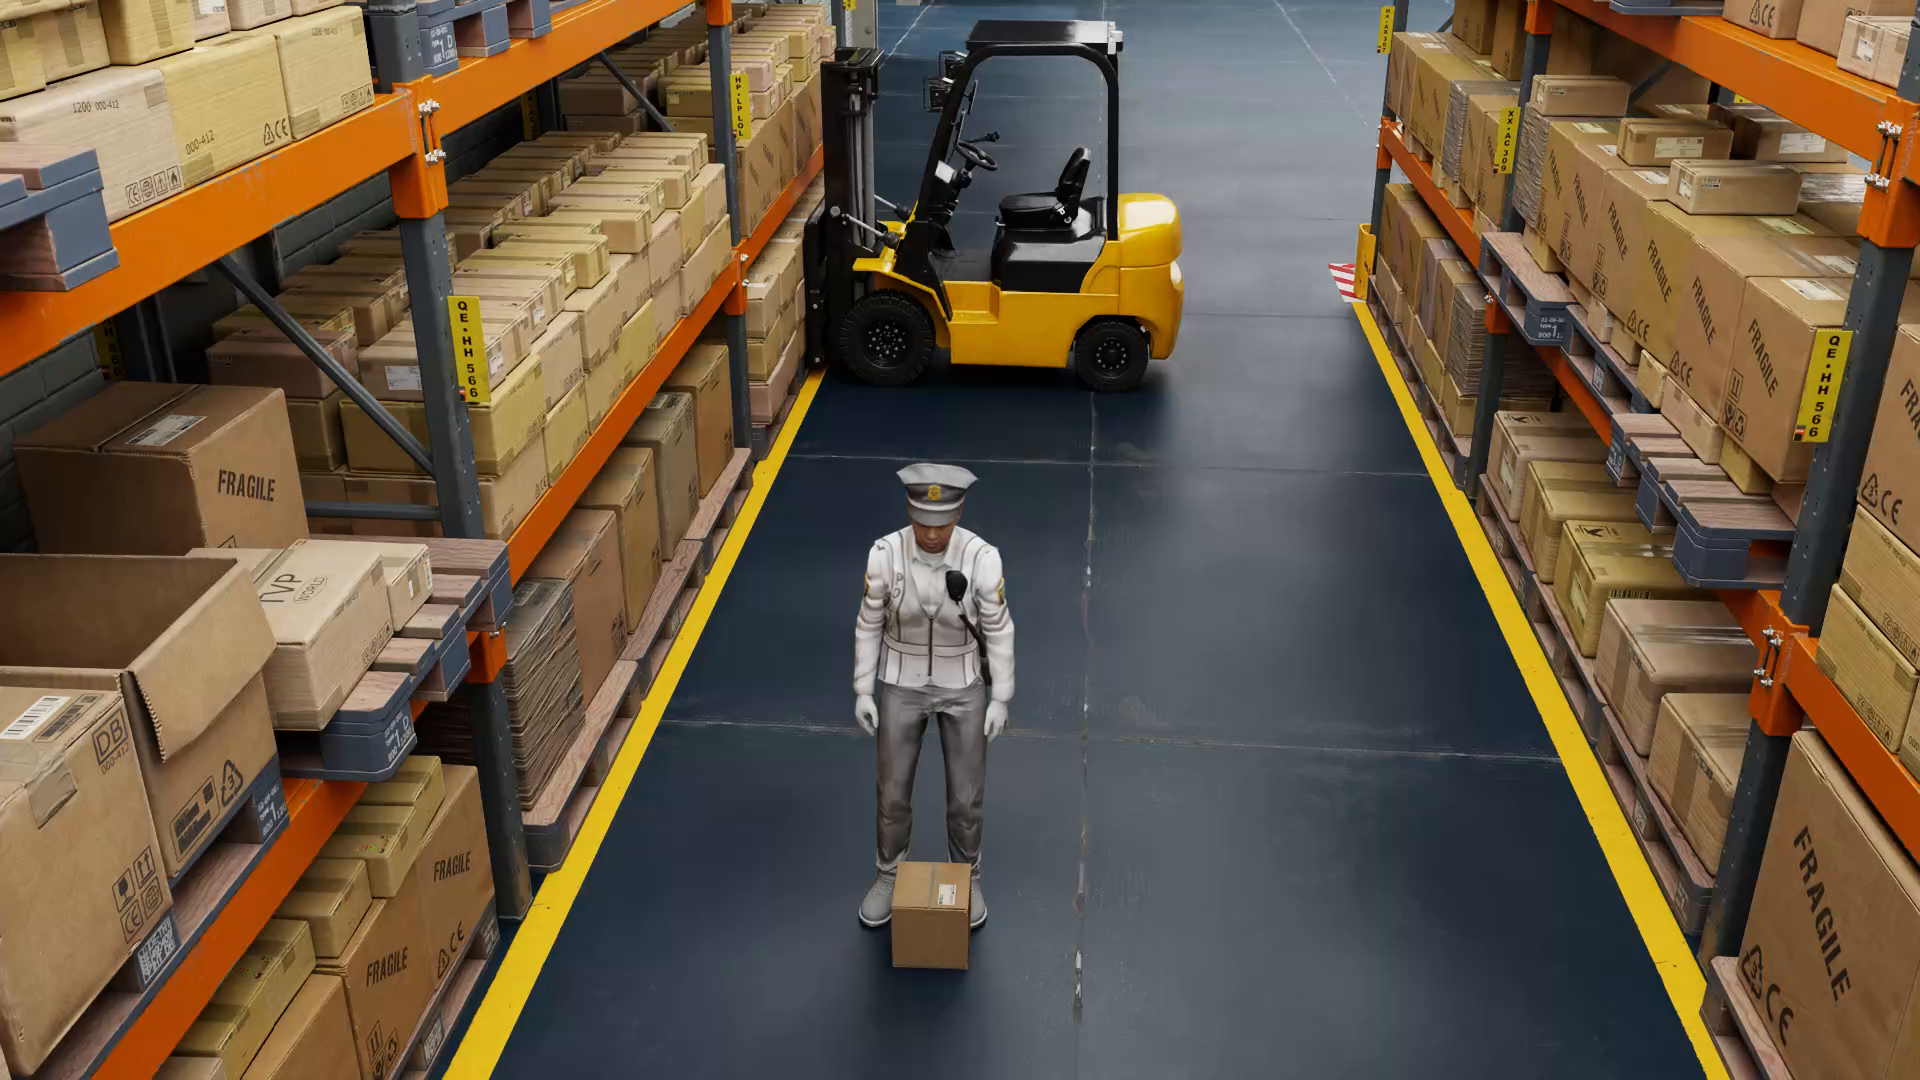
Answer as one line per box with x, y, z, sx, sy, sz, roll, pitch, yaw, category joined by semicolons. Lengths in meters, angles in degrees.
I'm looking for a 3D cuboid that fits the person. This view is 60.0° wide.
-0.086;0.512;5.485;0.529;1.664;0.371;2;25;4;person
